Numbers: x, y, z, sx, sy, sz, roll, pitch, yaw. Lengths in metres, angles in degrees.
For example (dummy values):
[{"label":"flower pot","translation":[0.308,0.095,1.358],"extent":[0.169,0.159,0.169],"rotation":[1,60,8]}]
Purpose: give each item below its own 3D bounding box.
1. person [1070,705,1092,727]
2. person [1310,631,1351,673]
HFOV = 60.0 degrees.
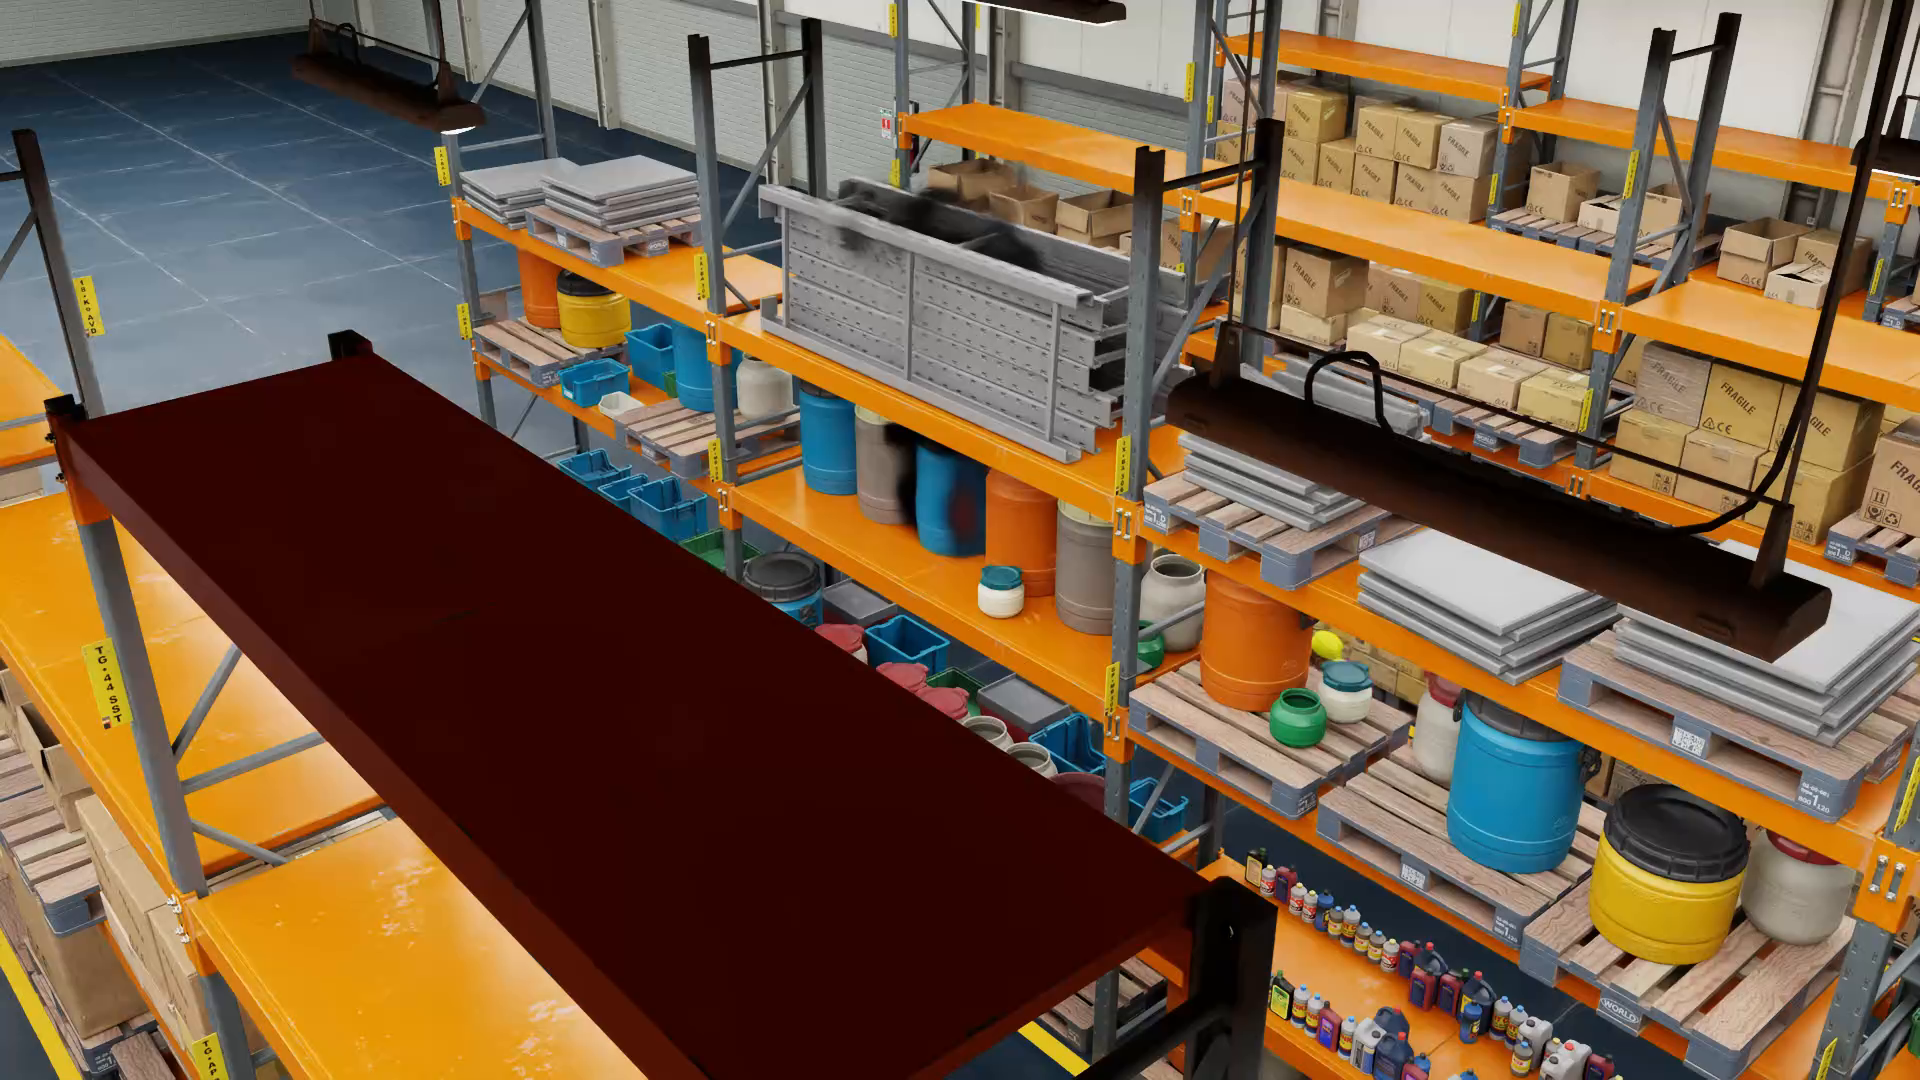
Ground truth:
[{"label":"person","translation":[0.915,0.844,13.384],"extent":[0.693,1.745,0.694],"rotation":[23,35,37]},{"label":"person","translation":[2.561,1.416,12.241],"extent":[0.634,1.773,0.683],"rotation":[18,32,31]}]
